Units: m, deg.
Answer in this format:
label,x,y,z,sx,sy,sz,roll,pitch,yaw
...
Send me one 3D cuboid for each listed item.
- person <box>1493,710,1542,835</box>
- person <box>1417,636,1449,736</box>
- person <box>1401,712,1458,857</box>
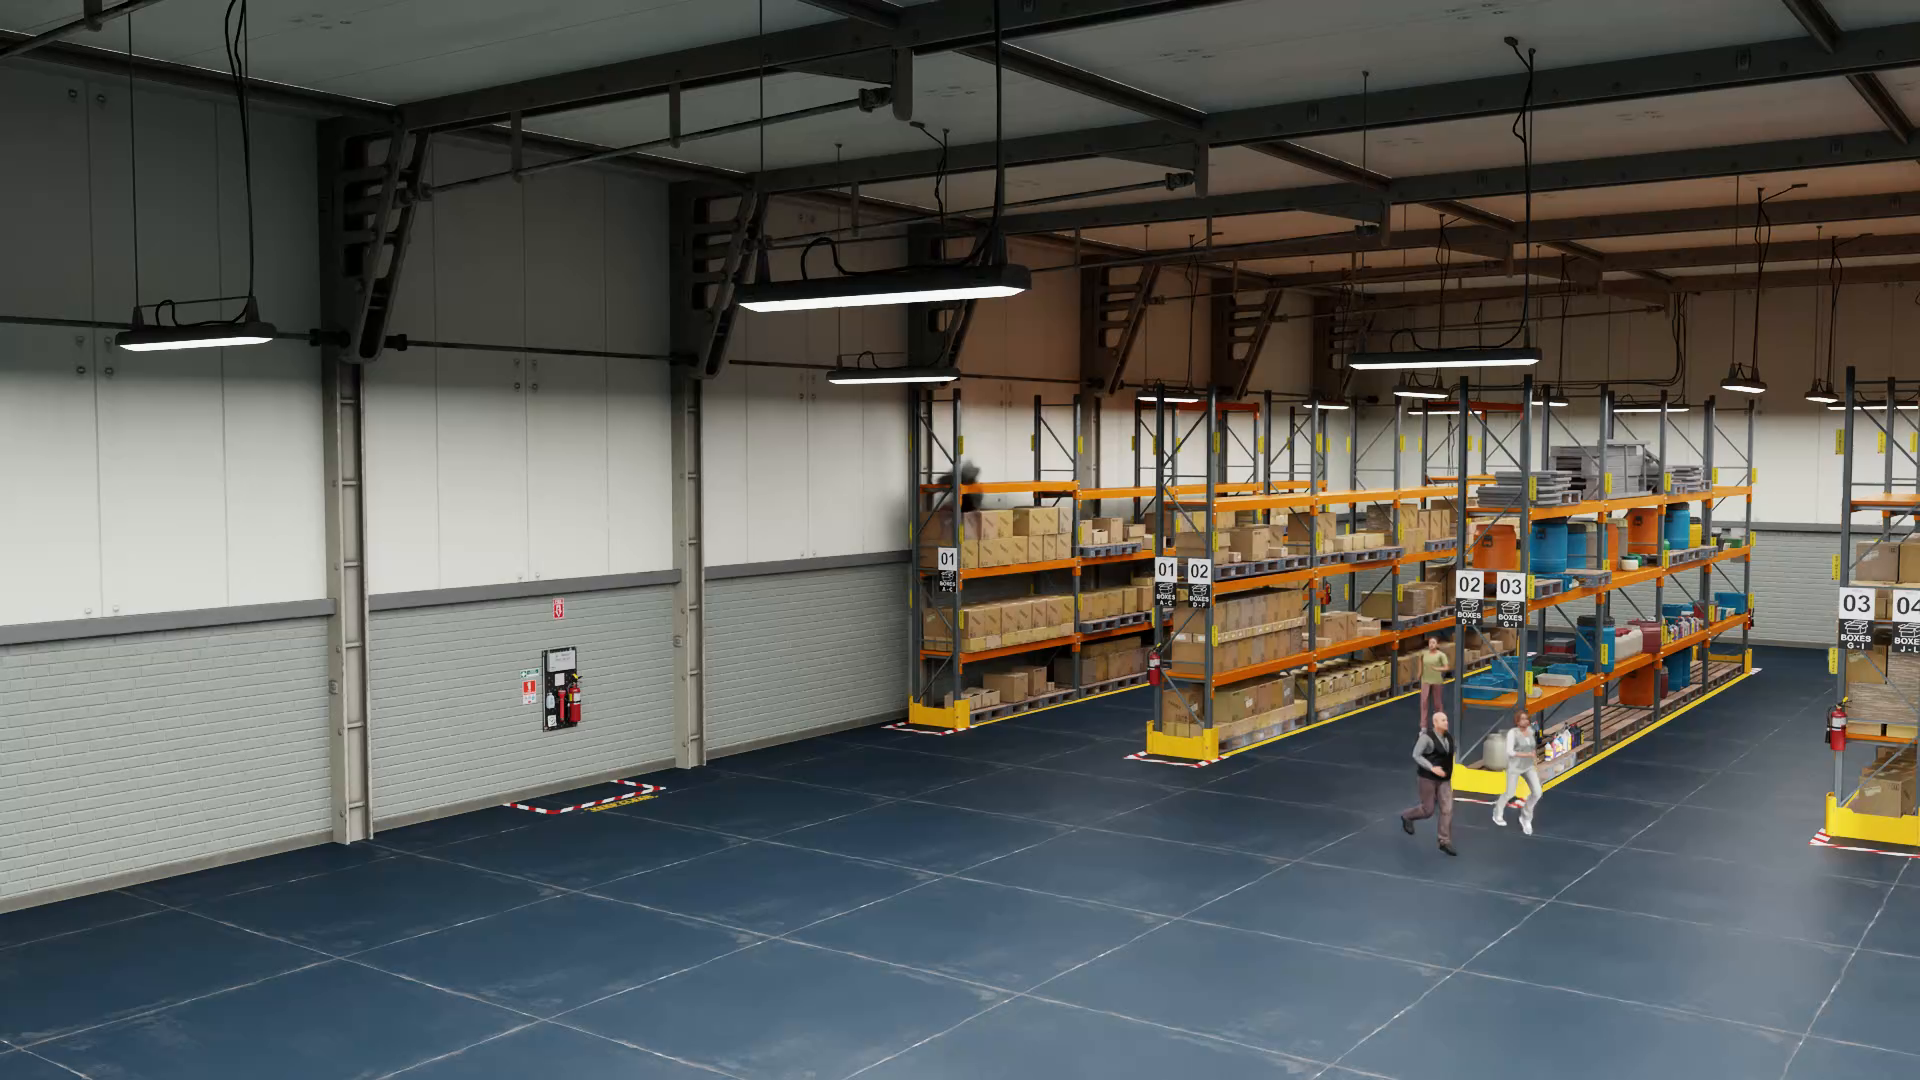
label,x,y,z,sx,sy,sz,roll,pitch,yaw
person,7.230,2.979,21.440,0.545,1.601,0.818,-1,3,-15
person,8.178,2.497,28.773,0.564,1.681,0.908,2,4,28
person,5.867,2.979,20.627,0.682,1.715,0.953,-2,4,-29
